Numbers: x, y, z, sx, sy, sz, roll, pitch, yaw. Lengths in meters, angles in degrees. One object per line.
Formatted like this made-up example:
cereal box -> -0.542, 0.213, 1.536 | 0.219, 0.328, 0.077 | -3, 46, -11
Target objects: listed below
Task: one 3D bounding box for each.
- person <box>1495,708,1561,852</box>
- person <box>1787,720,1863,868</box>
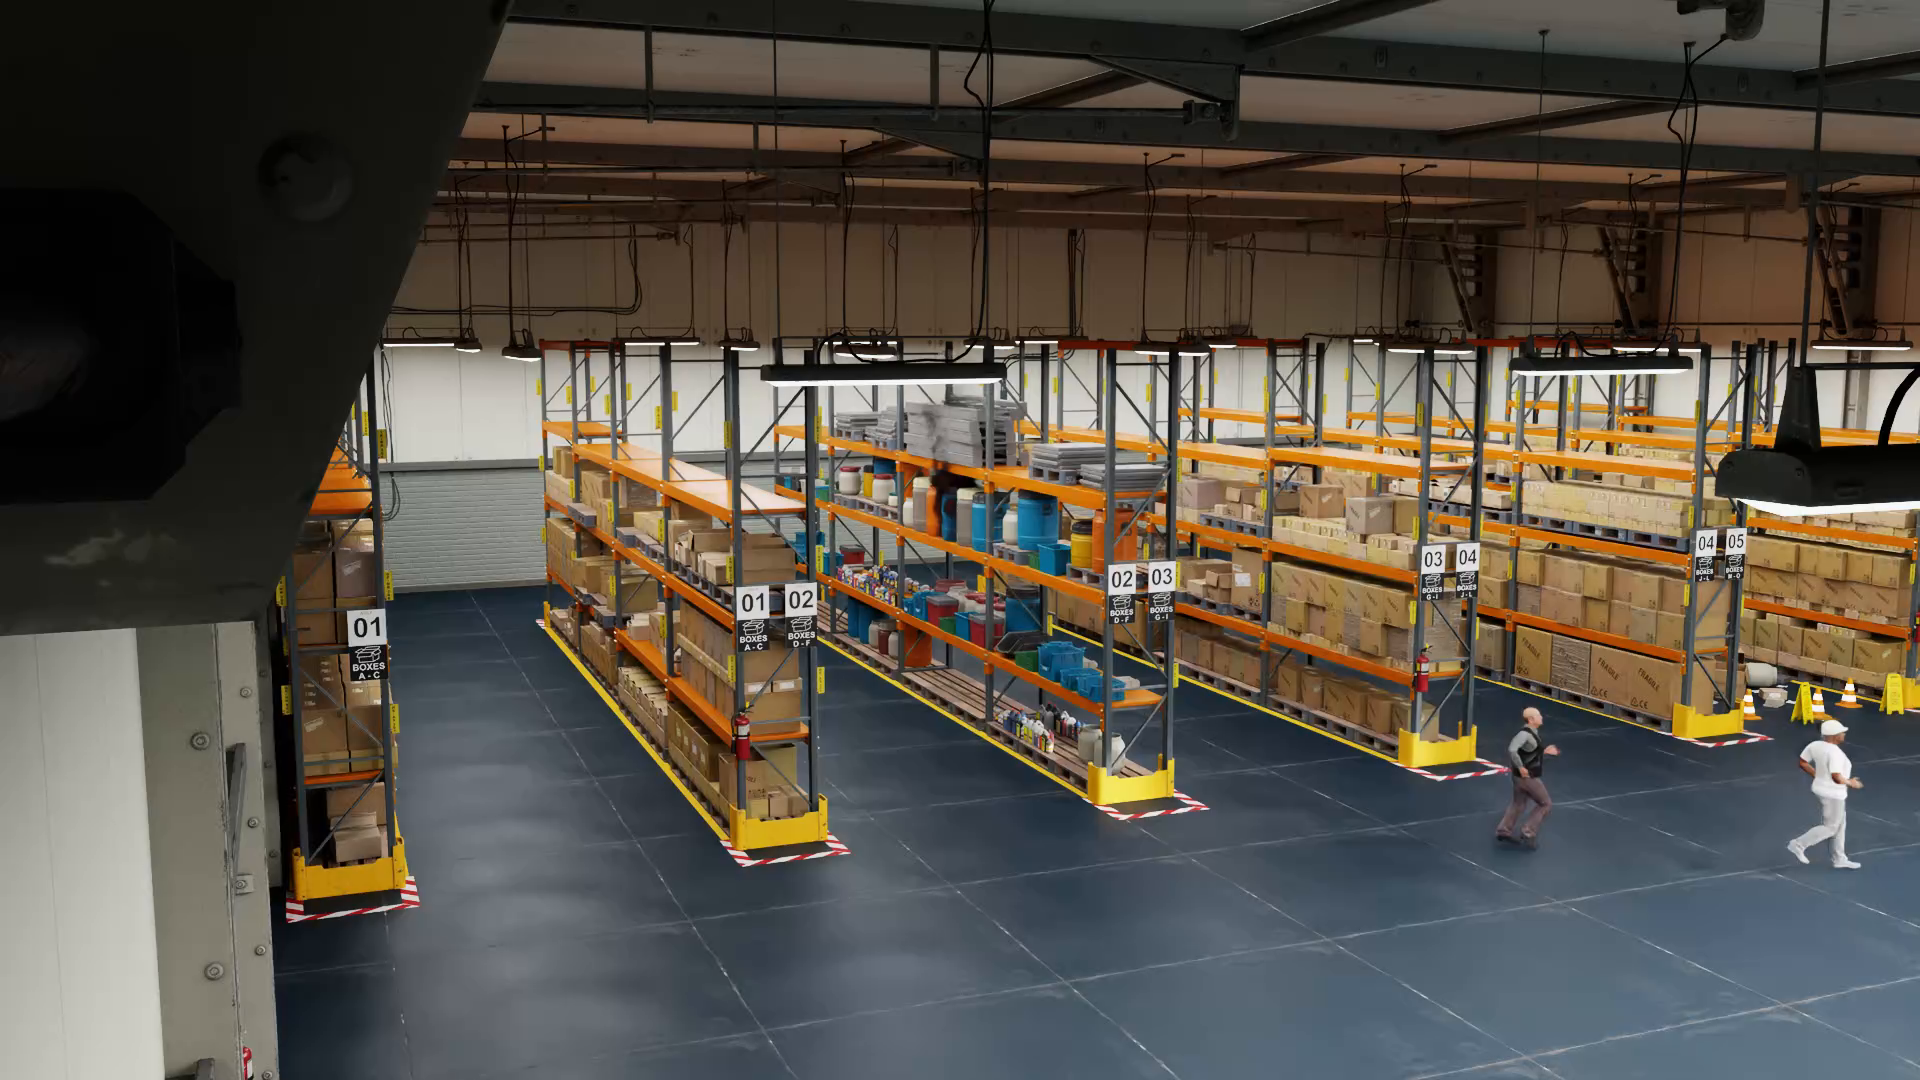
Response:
person -> 6.884, 2.889, 20.130 | 0.730, 1.759, 0.628 | 2, 8, 11
person -> 10.038, 2.946, 19.262 | 0.879, 1.750, 0.714 | 0, 7, 3
